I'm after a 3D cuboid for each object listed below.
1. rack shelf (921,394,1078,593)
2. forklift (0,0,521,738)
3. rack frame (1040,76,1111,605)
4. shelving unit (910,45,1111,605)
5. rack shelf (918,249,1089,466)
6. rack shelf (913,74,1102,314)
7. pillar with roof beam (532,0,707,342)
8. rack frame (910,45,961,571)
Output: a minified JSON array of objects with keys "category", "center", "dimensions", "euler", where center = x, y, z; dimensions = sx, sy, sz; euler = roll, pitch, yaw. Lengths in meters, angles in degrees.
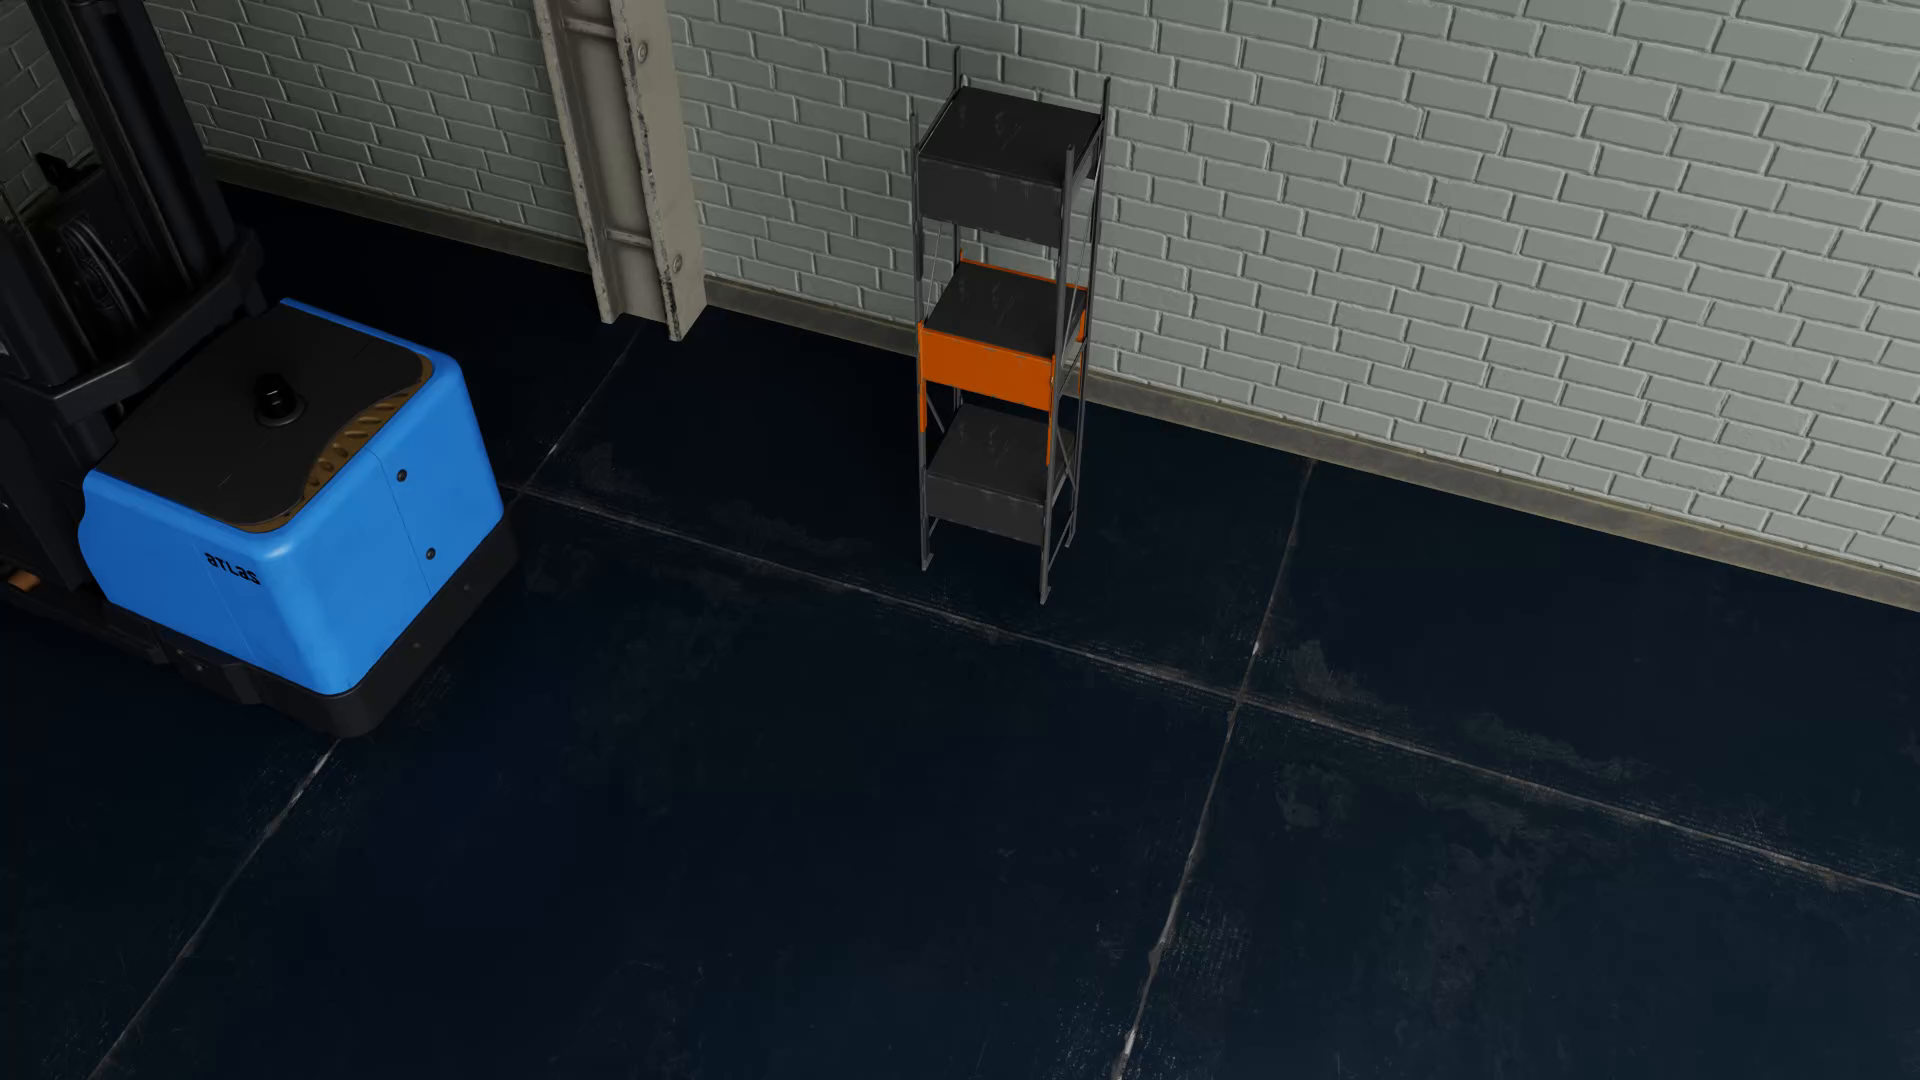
[{"category":"rack shelf","center":[0.155,-0.177,6.325],"dimensions":[0.480,0.518,0.431],"euler":[16,51,13]},{"category":"forklift","center":[-3.269,-1.031,5.570],"dimensions":[3.031,2.935,1.130],"euler":[20,52,16]},{"category":"rack frame","center":[0.384,-0.580,5.730],"dimensions":[0.015,2.100,0.400],"euler":[16,51,13]},{"category":"shelving unit","center":[0.155,-0.644,5.786],"dimensions":[0.503,2.100,0.431],"euler":[16,51,13]},{"category":"rack shelf","center":[0.155,-0.635,5.796],"dimensions":[0.480,0.518,0.431],"euler":[16,51,13]},{"category":"rack shelf","center":[0.155,-1.094,5.267],"dimensions":[0.480,0.518,0.431],"euler":[16,51,13]},{"category":"pillar with roof beam","center":[-2.868,-0.935,1.472],"dimensions":[0.400,9.000,9.100],"euler":[16,51,13]},{"category":"rack frame","center":[-0.074,-0.708,5.841],"dimensions":[0.015,2.100,0.400],"euler":[16,51,13]}]
